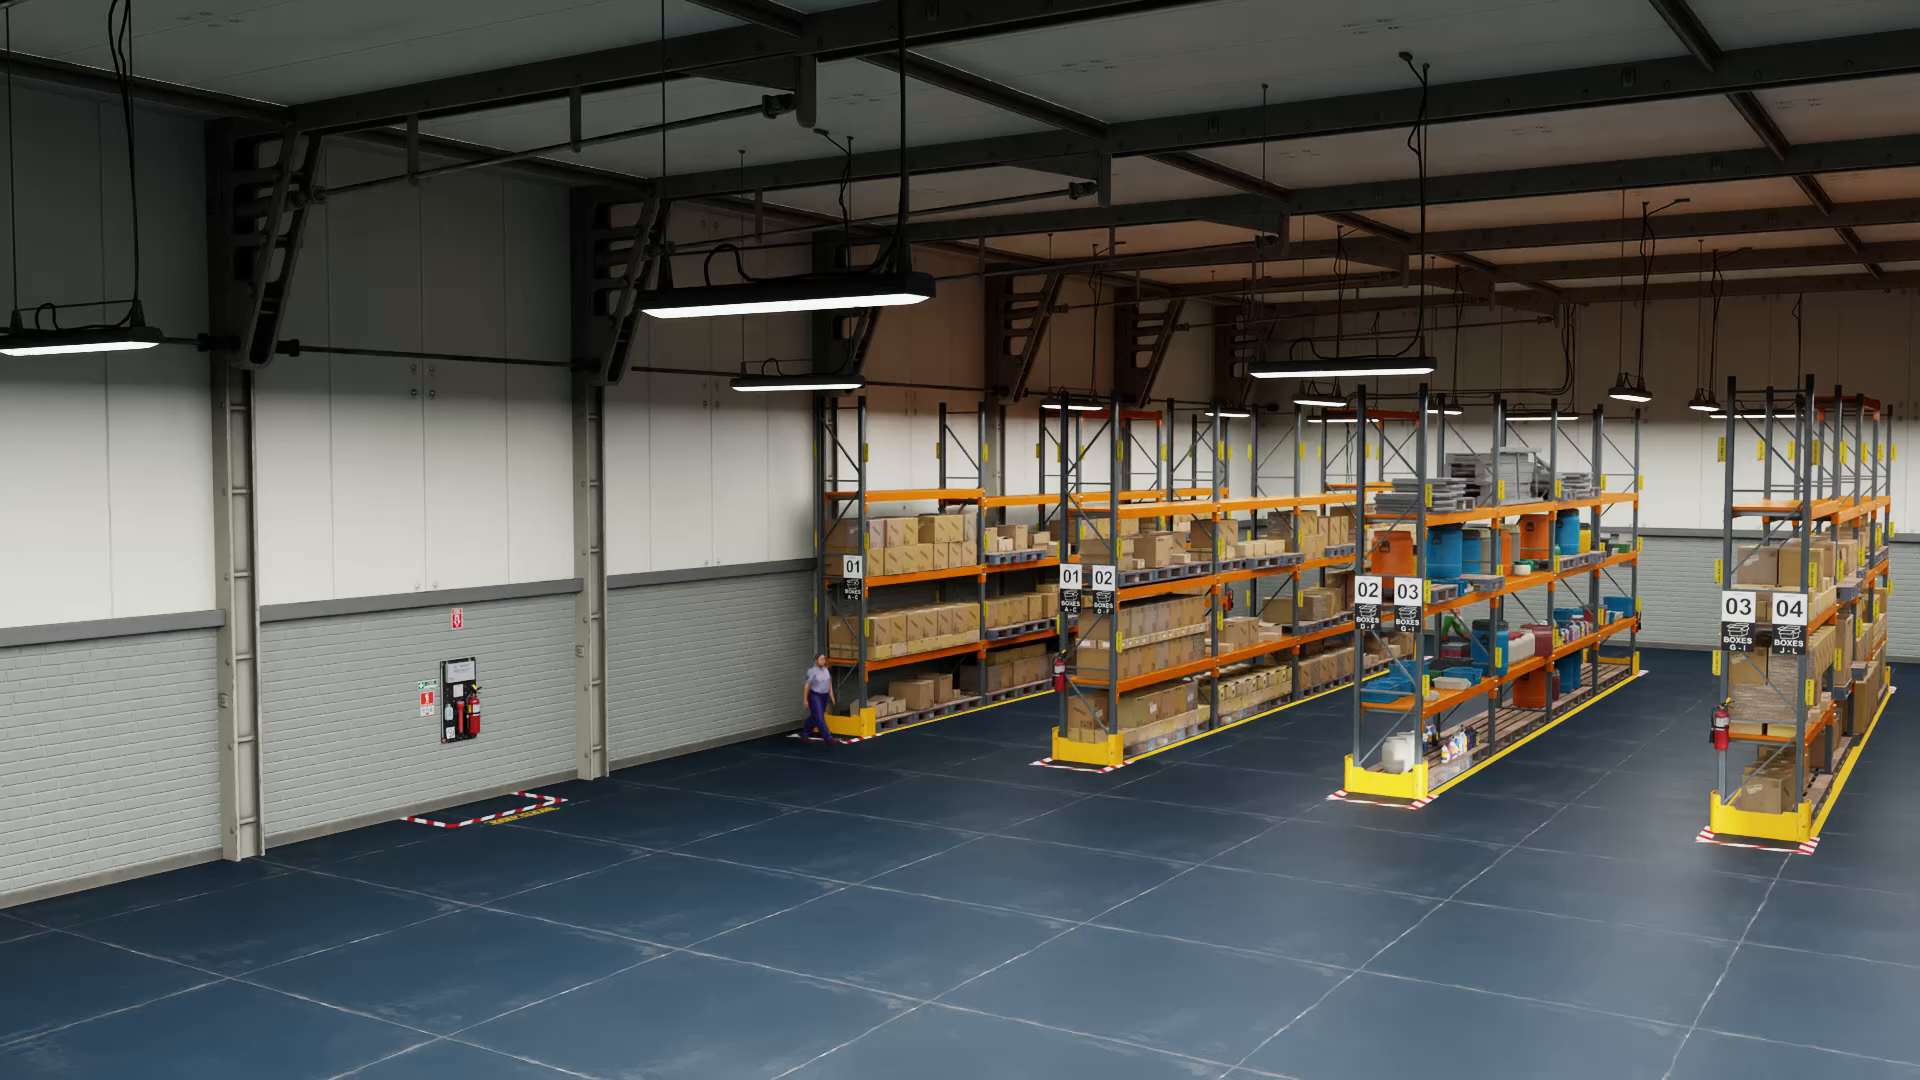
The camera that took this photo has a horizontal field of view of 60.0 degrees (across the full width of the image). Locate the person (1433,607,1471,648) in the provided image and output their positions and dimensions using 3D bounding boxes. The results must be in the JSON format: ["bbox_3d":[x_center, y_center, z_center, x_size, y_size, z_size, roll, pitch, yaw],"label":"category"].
[{"bbox_3d":[12.442,1.916,42.107,0.888,1.752,0.506,1,3,25],"label":"person"}]

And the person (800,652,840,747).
[{"bbox_3d":[-2.351,2.700,28.233,1.011,1.586,0.535,2,3,30],"label":"person"}]
